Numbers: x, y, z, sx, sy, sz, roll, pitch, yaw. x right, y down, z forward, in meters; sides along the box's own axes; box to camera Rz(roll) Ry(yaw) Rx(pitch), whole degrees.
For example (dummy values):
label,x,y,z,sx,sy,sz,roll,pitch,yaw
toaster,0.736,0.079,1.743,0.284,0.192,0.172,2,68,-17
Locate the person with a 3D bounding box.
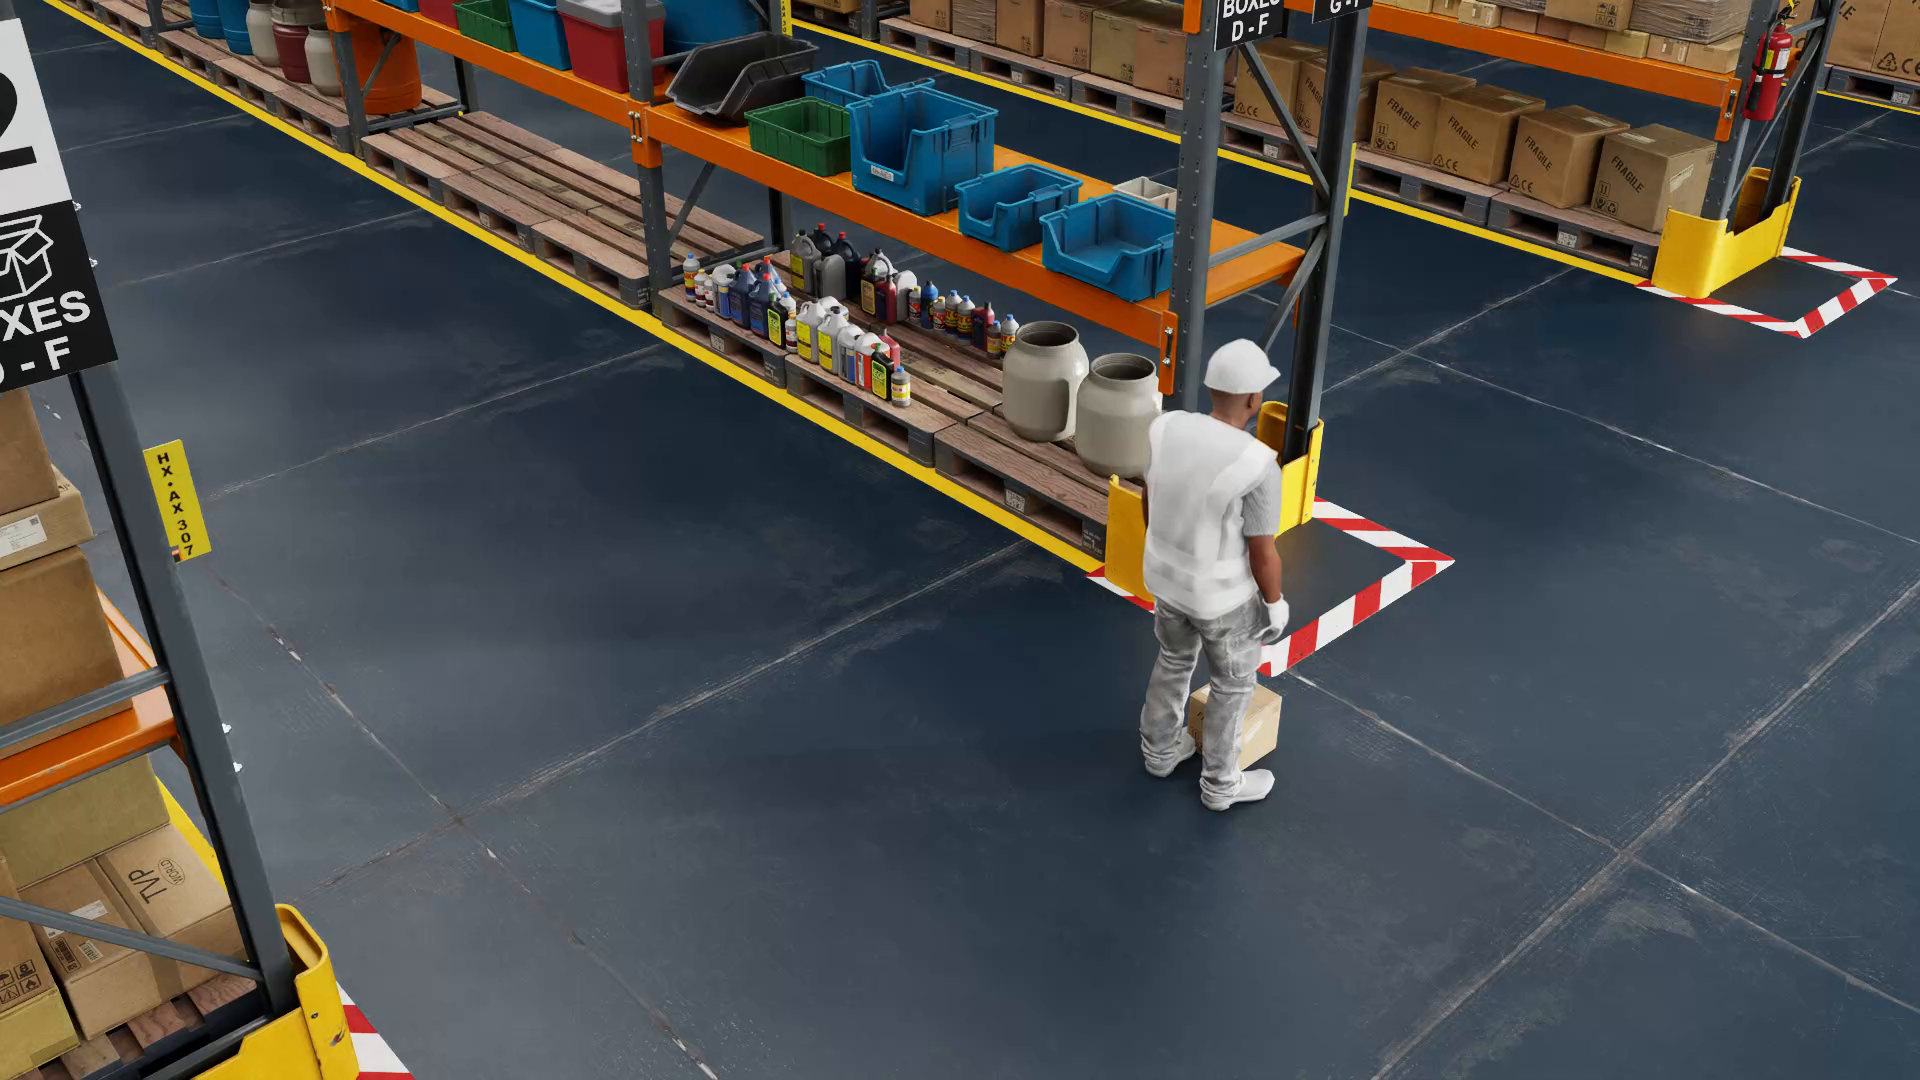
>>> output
label,x,y,z,sx,sy,sz,roll,pitch,yaw
person,0.894,0.137,5.899,0.446,1.775,0.617,-24,39,-33
